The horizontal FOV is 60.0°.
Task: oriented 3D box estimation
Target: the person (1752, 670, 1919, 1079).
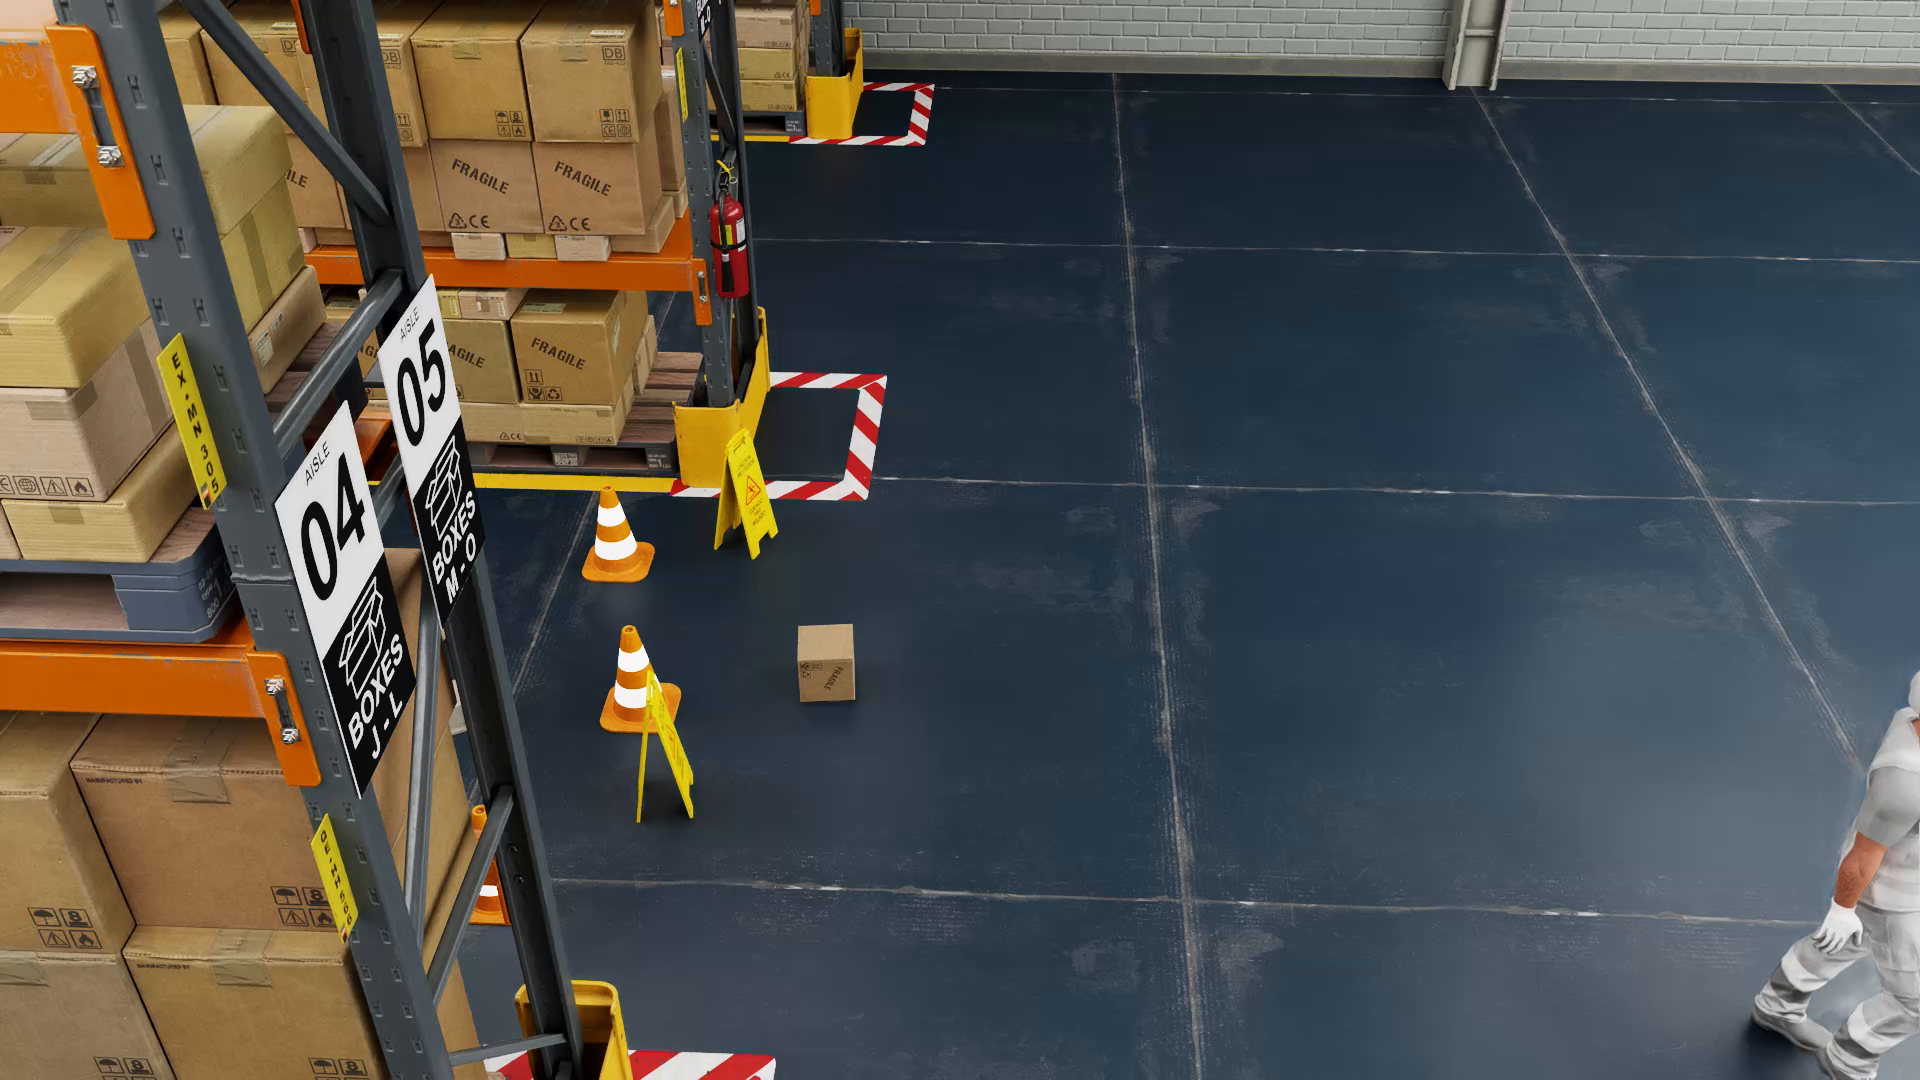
[{"bbox_3d":[3.087,1.155,5.481,0.513,1.841,0.590,23,41,28],"label":"person"}]
